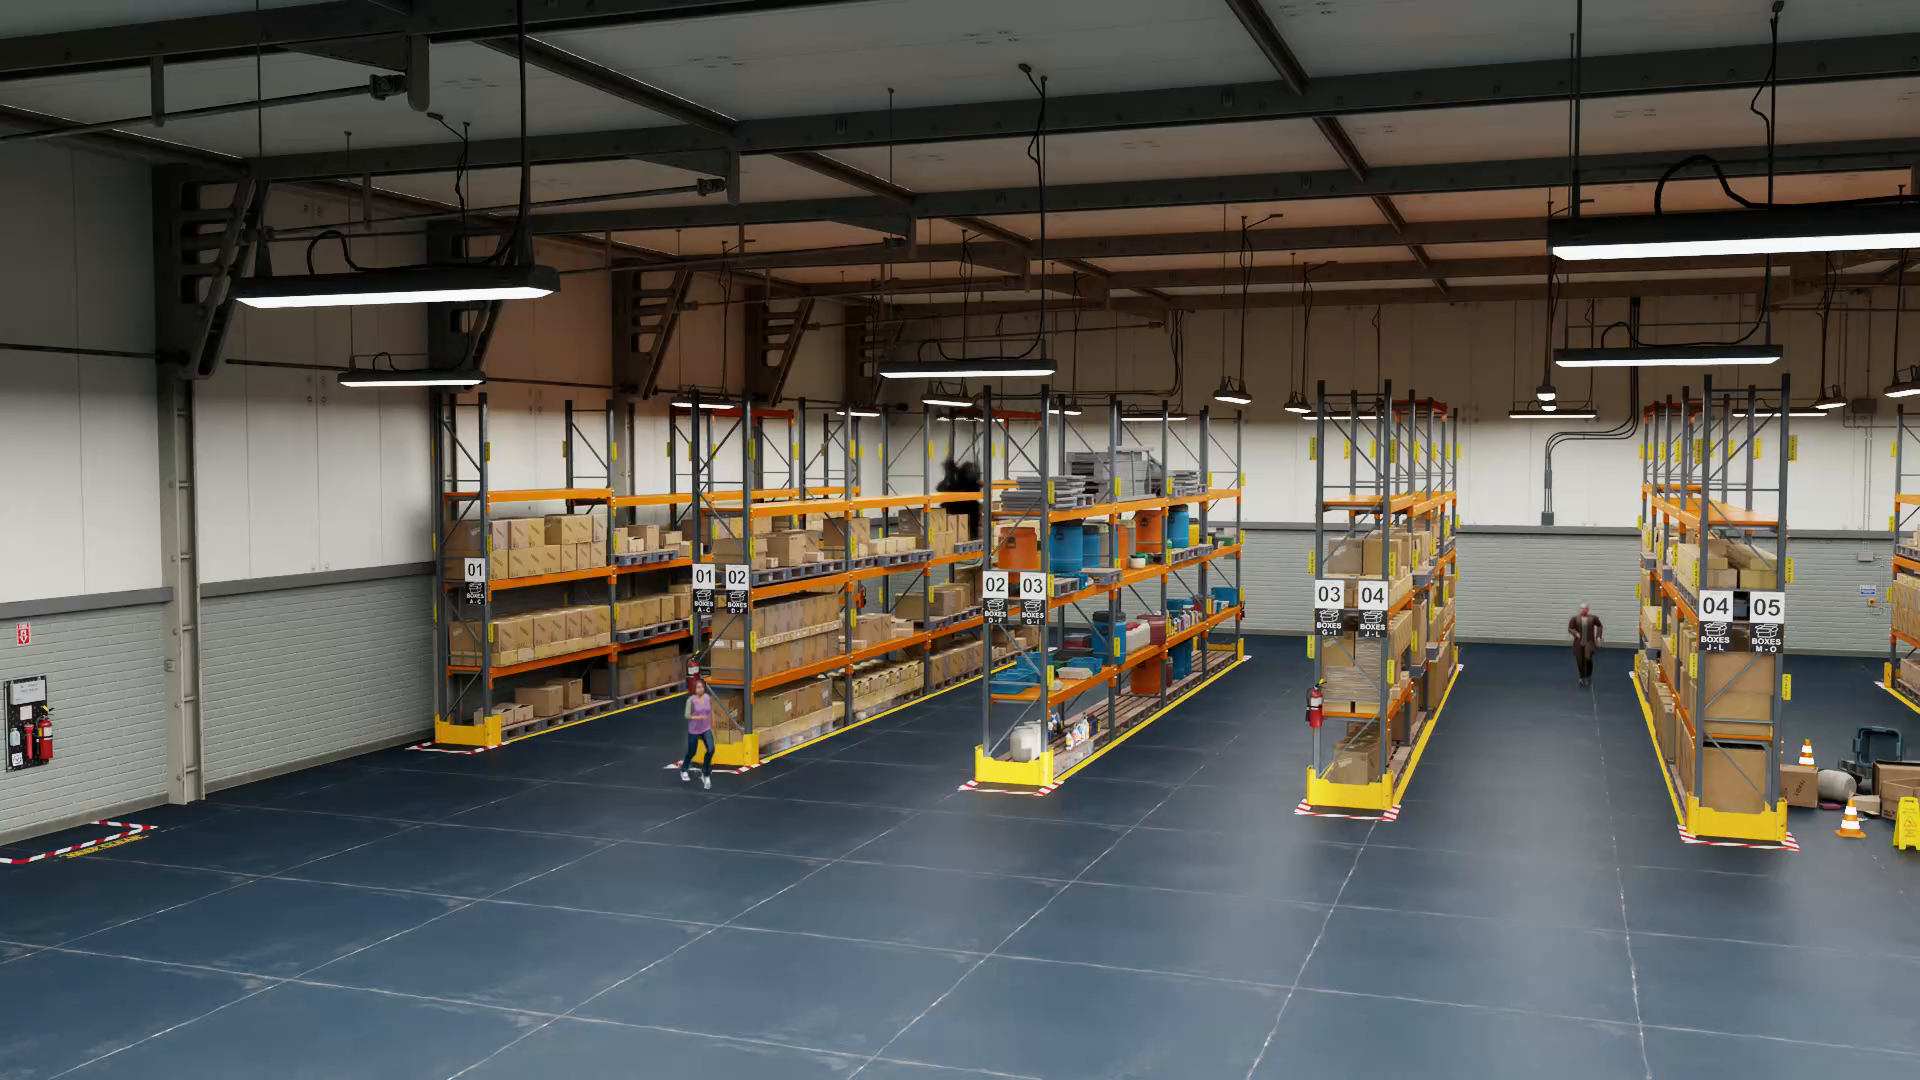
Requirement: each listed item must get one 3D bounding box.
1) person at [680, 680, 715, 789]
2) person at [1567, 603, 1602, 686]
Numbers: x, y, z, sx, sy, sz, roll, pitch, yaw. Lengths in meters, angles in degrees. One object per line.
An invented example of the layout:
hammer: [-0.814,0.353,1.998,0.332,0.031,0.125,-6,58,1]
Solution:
person: [-3.888,2.883,24.815,0.547,1.623,0.834,-2,4,-31]
person: [13.310,2.234,35.459,0.673,1.770,0.837,1,3,26]
